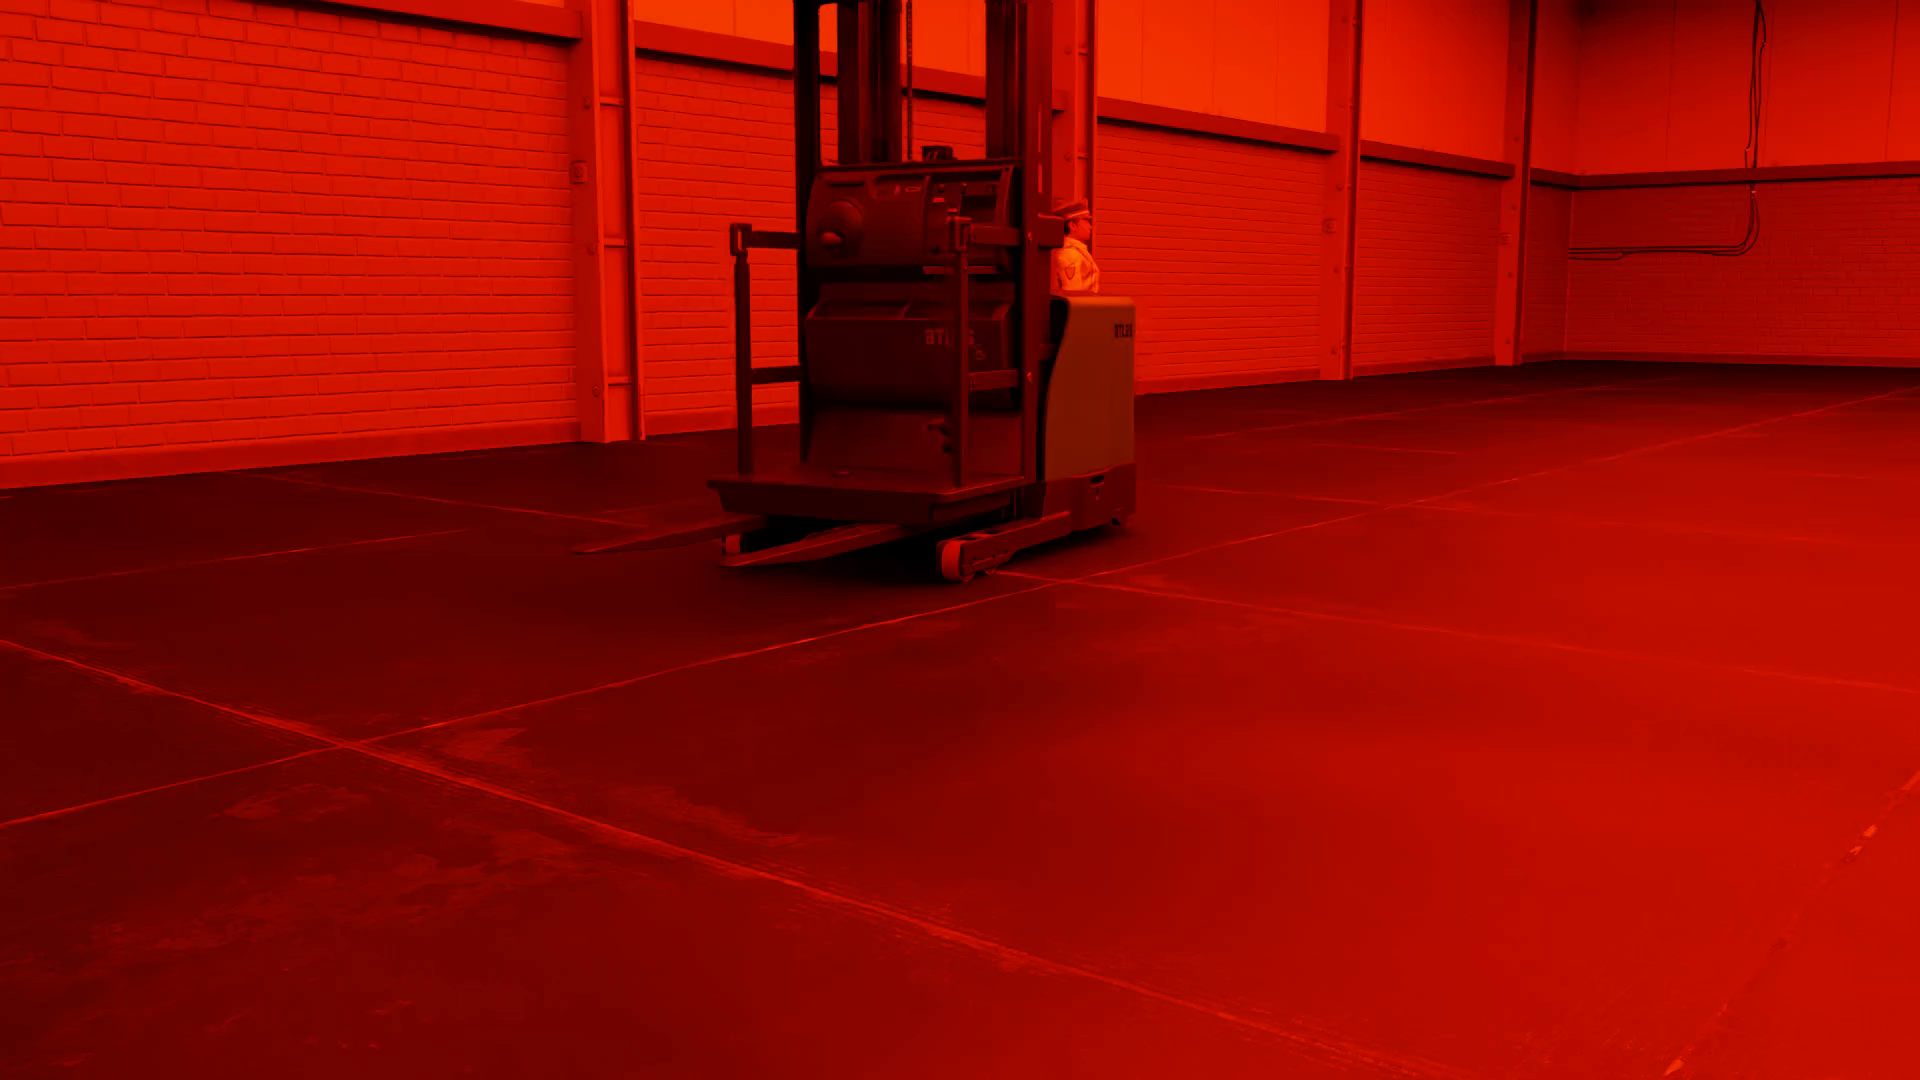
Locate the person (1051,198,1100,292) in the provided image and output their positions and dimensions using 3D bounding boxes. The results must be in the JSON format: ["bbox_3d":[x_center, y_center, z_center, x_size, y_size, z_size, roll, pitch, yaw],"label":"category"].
[{"bbox_3d":[0.736,-1.319,10.601,0.331,1.690,0.474,0,8,-1],"label":"person"}]

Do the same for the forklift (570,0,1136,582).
[{"bbox_3d":[-0.311,-1.362,6.591,1.130,2.935,3.031,4,9,28],"label":"forklift"}]
